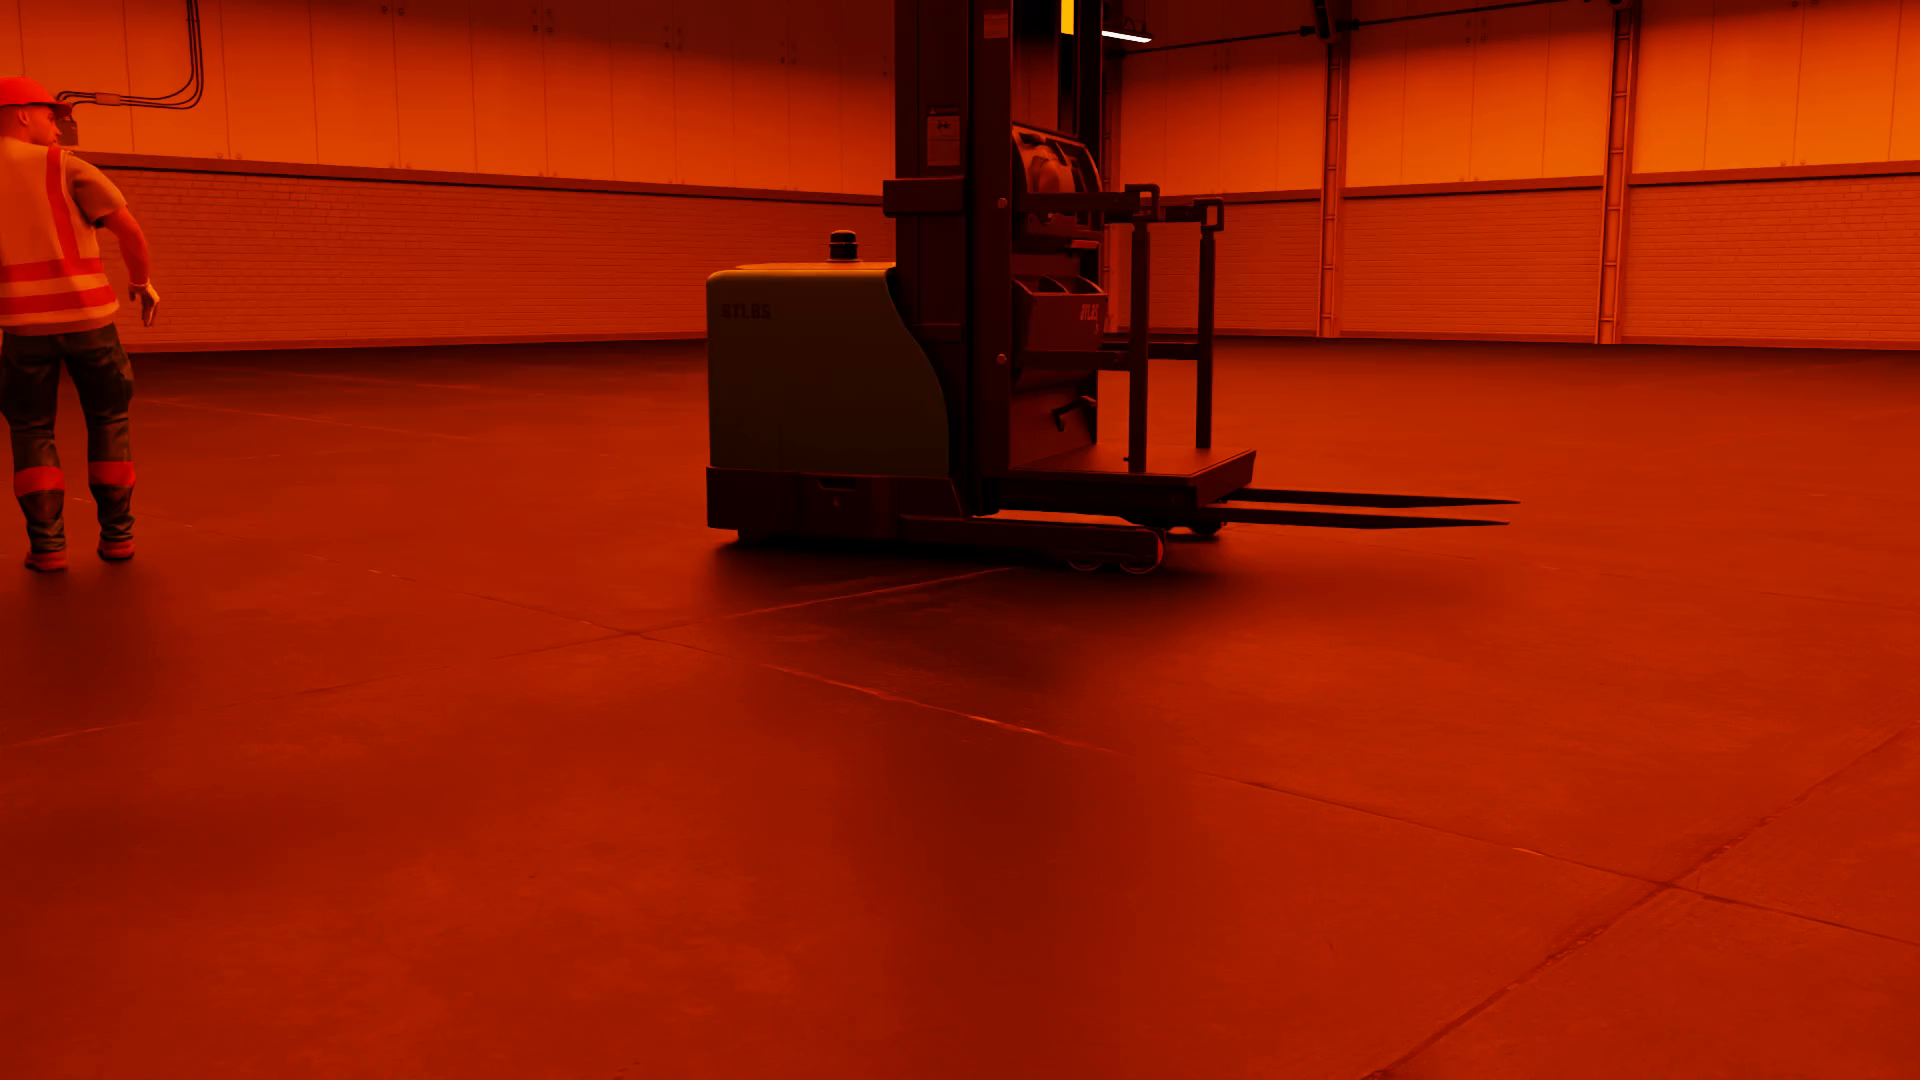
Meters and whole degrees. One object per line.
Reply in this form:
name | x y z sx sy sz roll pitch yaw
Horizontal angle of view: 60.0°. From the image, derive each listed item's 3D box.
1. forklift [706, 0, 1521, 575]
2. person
forklift | 0.565 -1.416 6.275 3.031 2.935 1.130 3 9 22
person | -3.325 -0.786 6.060 0.745 1.754 0.506 -3 9 -21
